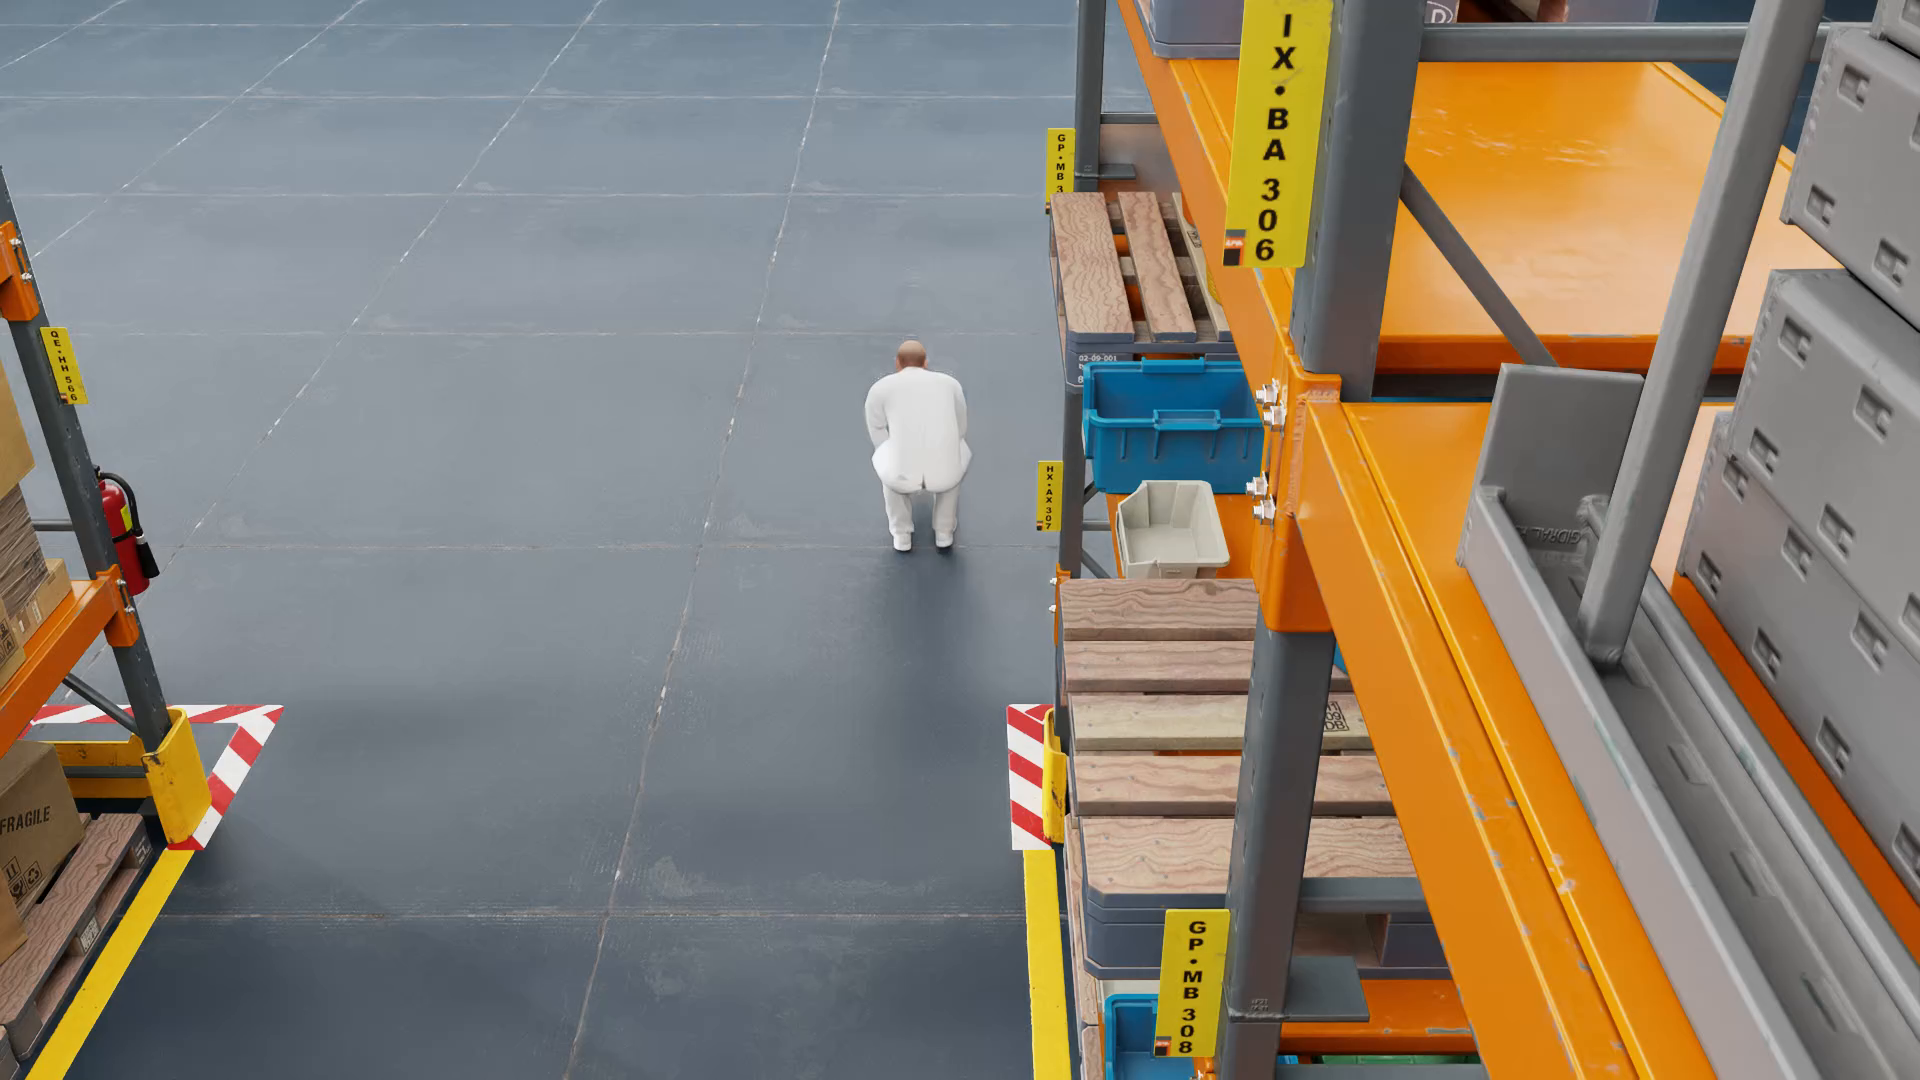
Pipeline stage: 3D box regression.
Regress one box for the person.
[{"bbox_3d":[-0.235,-0.524,9.537,0.608,1.045,0.892,0,31,0],"label":"person"}]
